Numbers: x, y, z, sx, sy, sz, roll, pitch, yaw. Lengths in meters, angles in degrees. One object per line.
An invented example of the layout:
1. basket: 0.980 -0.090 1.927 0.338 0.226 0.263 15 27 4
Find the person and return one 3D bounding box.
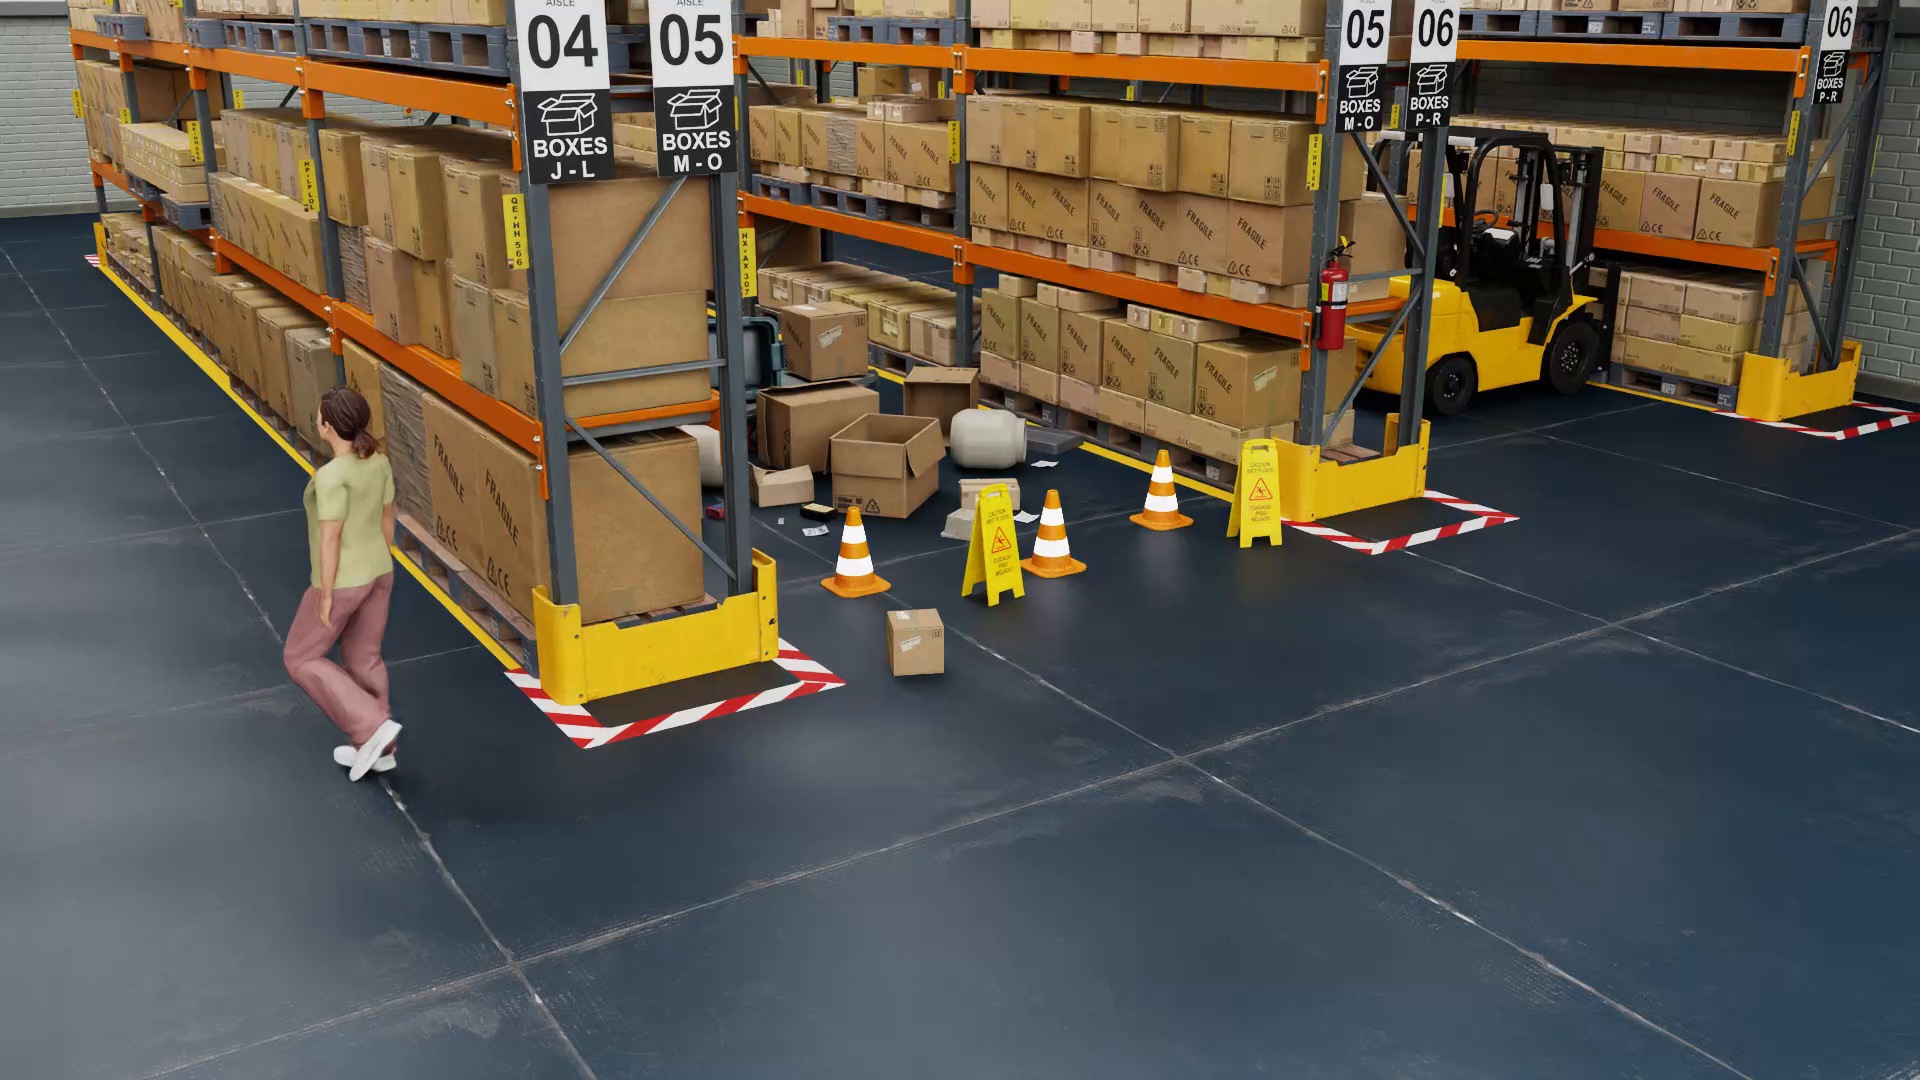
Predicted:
1. person: -2.540 0.180 6.938 0.471 1.658 0.475 6 19 17
